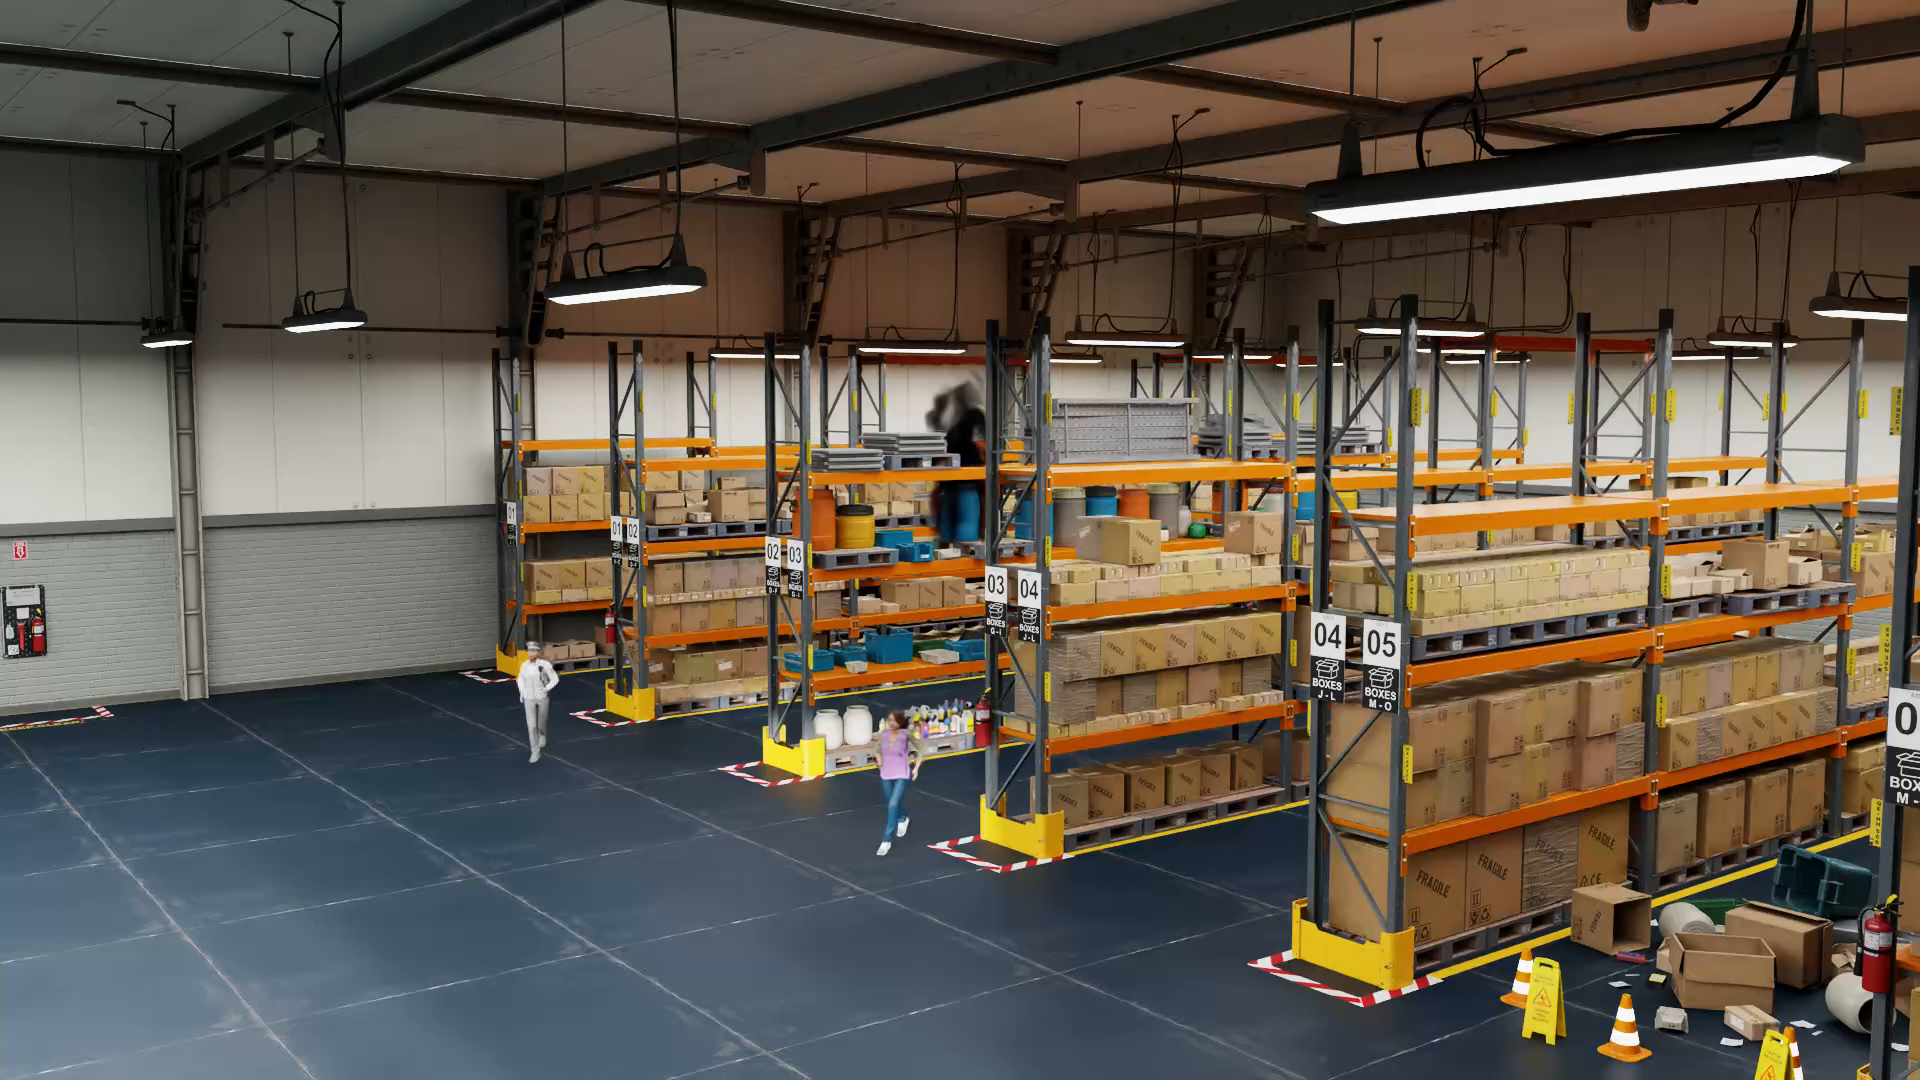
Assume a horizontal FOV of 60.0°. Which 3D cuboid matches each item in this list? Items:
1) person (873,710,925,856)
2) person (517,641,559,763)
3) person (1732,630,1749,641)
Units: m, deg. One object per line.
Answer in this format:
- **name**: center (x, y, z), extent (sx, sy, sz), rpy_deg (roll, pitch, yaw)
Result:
- **person**: center (-0.721, 2.708, 18.924), extent (0.574, 1.590, 0.881), rpy_deg (2, 5, 23)
- **person**: center (-6.003, 2.265, 23.624), extent (0.612, 1.695, 0.727), rpy_deg (0, 5, -2)
- **person**: center (11.400, 2.154, 24.351), extent (0.672, 1.750, 0.697), rpy_deg (-5, 7, -45)
